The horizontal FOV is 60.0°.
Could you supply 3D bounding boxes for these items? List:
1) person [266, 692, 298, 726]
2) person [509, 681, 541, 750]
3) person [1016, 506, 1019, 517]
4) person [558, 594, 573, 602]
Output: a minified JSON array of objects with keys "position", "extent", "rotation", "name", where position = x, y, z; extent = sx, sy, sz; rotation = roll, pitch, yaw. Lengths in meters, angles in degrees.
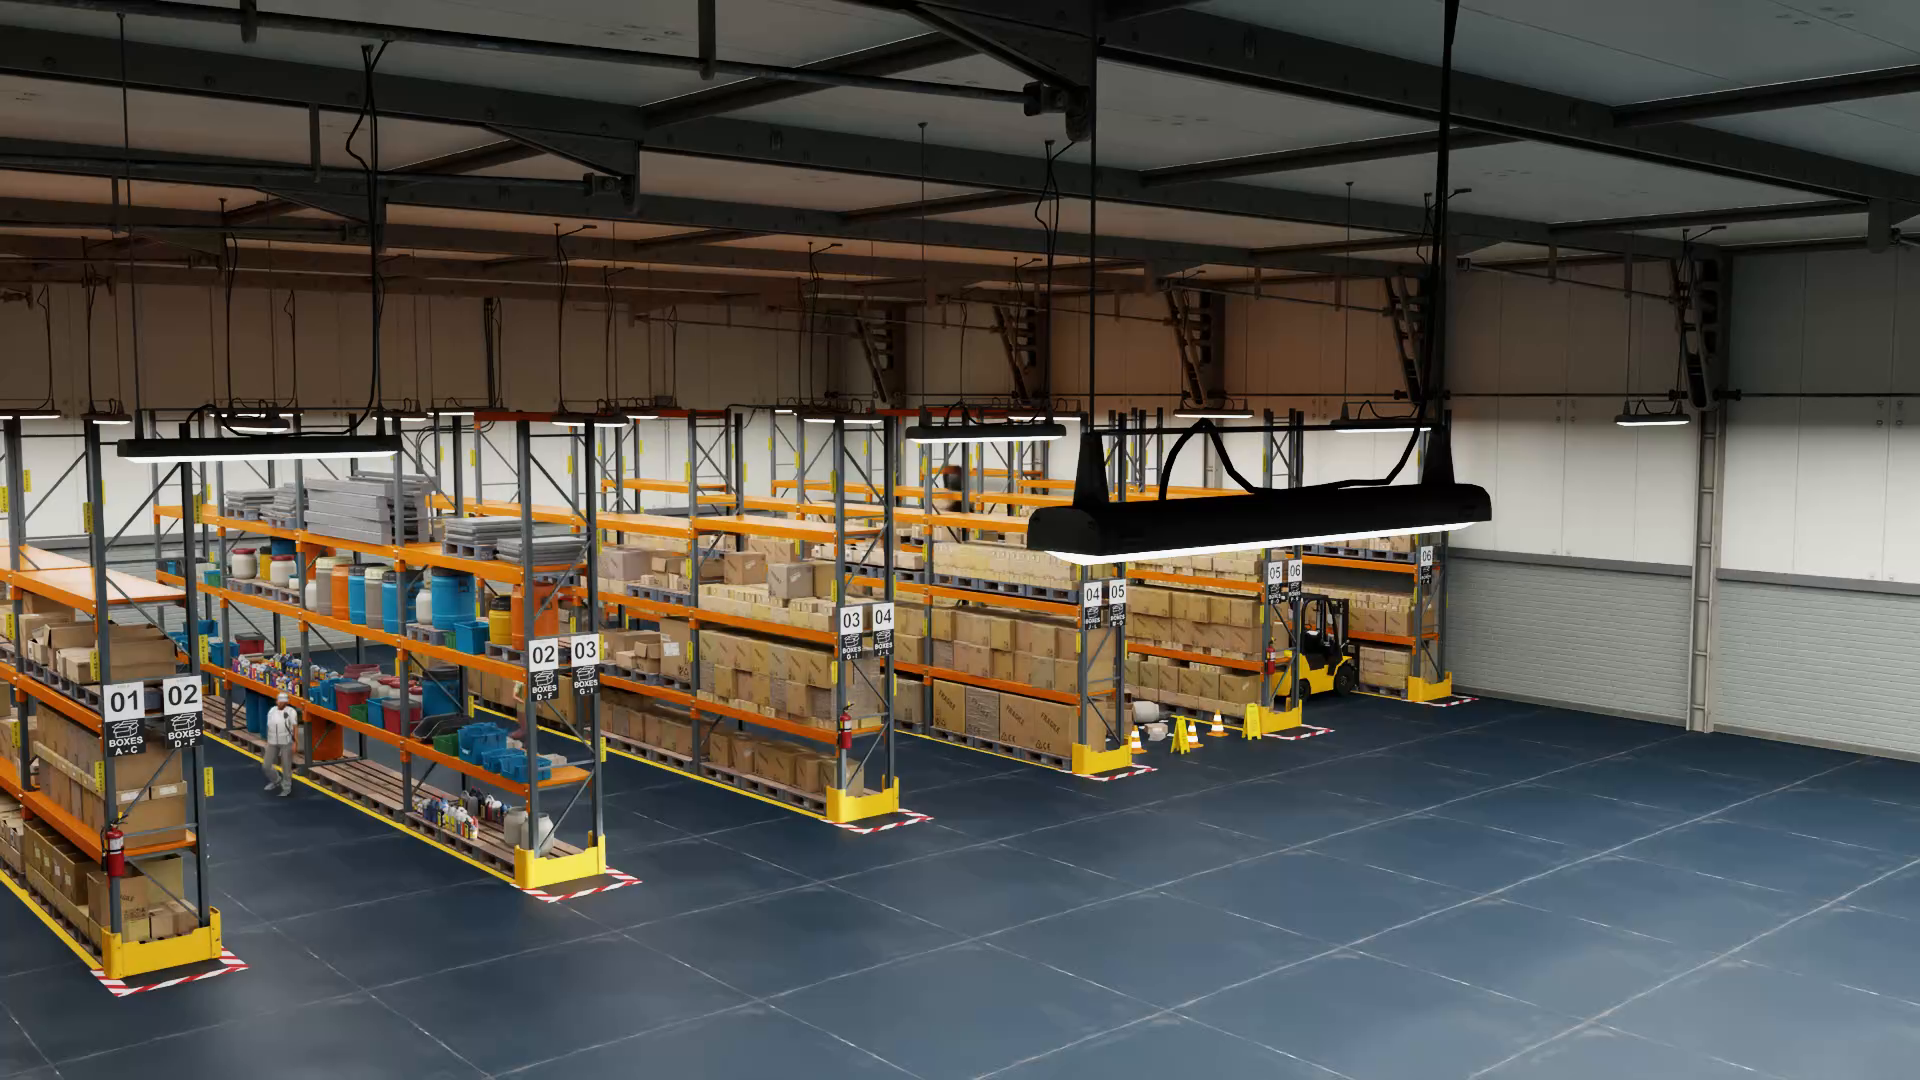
[{"position":[-10.655,2.745,26.062],"extent":[0.487,0.726,0.301],"rotation":[0,5,-4],"name":"person"},{"position":[-7.661,2.979,29.144],"extent":[0.721,1.619,0.576],"rotation":[4,6,35],"name":"person"},{"position":[-5.119,1.588,30.515],"extent":[6.004,2.704,28.199],"rotation":[1,5,15],"name":"person"},{"position":[-9.468,1.895,40.259],"extent":[0.644,1.604,0.735],"rotation":[0,5,2],"name":"person"}]
